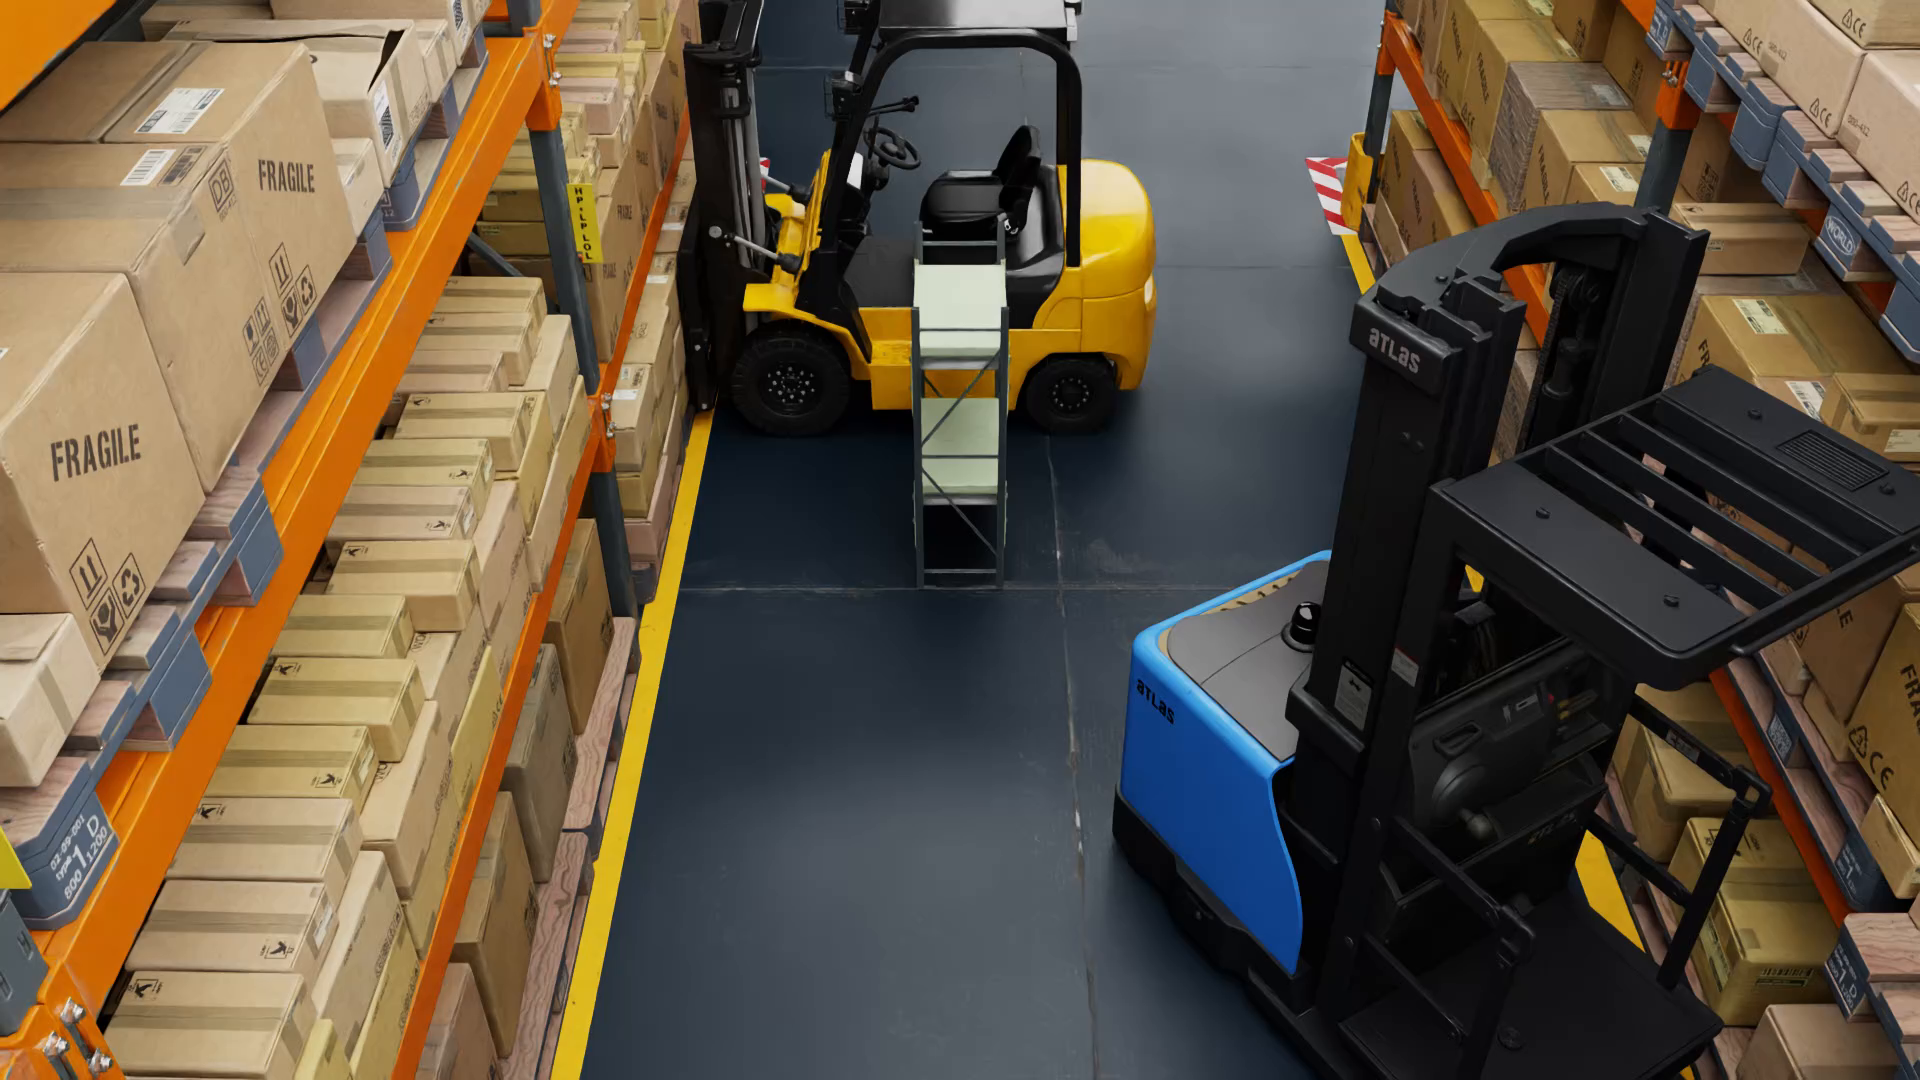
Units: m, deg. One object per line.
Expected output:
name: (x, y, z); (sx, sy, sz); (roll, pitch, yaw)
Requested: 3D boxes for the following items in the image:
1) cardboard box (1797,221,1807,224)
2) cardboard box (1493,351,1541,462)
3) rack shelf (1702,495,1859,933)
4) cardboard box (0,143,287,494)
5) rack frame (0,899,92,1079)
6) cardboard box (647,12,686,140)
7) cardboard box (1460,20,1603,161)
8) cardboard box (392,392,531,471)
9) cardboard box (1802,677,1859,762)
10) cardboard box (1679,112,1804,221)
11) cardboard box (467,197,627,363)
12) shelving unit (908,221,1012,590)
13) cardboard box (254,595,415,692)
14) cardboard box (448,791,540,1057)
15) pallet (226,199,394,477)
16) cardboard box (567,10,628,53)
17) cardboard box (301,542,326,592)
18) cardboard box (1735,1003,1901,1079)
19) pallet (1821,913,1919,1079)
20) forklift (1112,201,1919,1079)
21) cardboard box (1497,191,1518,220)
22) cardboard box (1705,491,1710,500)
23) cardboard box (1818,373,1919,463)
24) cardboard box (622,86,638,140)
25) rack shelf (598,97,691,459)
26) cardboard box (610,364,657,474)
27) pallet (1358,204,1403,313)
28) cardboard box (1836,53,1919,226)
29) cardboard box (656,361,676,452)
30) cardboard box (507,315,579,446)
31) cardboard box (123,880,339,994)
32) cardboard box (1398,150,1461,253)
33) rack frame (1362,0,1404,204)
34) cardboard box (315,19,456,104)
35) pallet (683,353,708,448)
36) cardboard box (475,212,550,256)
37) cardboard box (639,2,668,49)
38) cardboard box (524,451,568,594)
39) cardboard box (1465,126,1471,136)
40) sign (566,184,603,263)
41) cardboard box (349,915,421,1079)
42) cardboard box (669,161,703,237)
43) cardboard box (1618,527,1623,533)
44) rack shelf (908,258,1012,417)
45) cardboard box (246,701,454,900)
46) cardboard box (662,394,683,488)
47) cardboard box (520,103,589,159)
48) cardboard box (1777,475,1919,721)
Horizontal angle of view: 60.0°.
cardboard box: (3.297, -1.189, 6.762); (0.500, 0.500, 0.500); (0, 39, 0)
cardboard box: (2.750, -0.512, 7.499); (0.500, 0.500, 0.500); (-1, 39, -1)
rack shelf: (3.021, 0.773, 5.207); (1.077, 0.370, 4.000); (0, 39, 0)
cardboard box: (-1.798, -0.432, 3.242); (0.700, 0.500, 0.500); (-1, 39, -1)
rack frame: (-1.940, 1.749, 3.414); (1.000, 3.000, 0.127); (0, 39, 0)
cardboard box: (-1.694, -2.340, 8.437); (0.500, 0.500, 0.500); (-1, 39, -1)
cardboard box: (2.752, -2.158, 7.972); (0.500, 0.500, 0.500); (-1, 39, -1)
cardboard box: (-1.624, -0.352, 5.438); (0.380, 0.149, 0.250); (-1, 39, -1)
cardboard box: (2.707, 0.504, 4.834); (0.380, 0.149, 0.250); (-1, 39, -1)
cardboard box: (3.235, -1.579, 6.450); (0.700, 0.500, 0.500); (0, 39, -1)
cardboard box: (-1.684, -1.069, 6.851); (0.500, 0.500, 0.500); (-1, 39, -1)
shelving unit: (0.000, -0.589, 7.532); (0.431, 1.500, 0.755); (0, 39, 0)
cardboard box: (-1.755, 0.288, 4.639); (0.380, 0.149, 0.250); (0, 39, 0)
cardboard box: (-1.937, 1.292, 5.548); (0.875, 0.625, 0.625); (-2, 39, -2)
pallet: (-2.035, -0.472, 3.938); (1.003, 0.211, 1.213); (2, 39, 2)
cardboard box: (-1.748, -2.322, 7.657); (0.380, 0.149, 0.250); (0, 39, 0)
cardboard box: (-2.221, 0.064, 5.237); (0.500, 0.250, 0.500); (-1, 39, -1)
cardboard box: (3.024, 1.790, 5.129); (0.950, 0.372, 0.625); (-1, 39, -1)
pallet: (2.916, 1.372, 4.038); (1.213, 0.211, 1.003); (0, 39, 0)
forklift: (1.801, 0.648, 4.843); (1.130, 2.935, 3.031); (-21, 43, -25)
cardboard box: (2.709, -1.496, 7.665); (0.380, 0.149, 0.250); (-1, 39, -1)
cardboard box: (2.772, -0.145, 5.643); (0.380, 0.149, 0.250); (2, 39, 3)
cardboard box: (2.770, -0.357, 4.870); (0.380, 0.149, 0.250); (2, 39, 2)
cardboard box: (-1.637, -1.887, 7.353); (0.380, 0.149, 0.250); (0, 39, -1)
rack shelf: (-1.947, -1.722, 8.321); (1.077, 0.370, 4.000); (0, 39, 0)
cardboard box: (-1.632, -0.536, 7.329); (0.500, 0.250, 0.500); (-1, 39, -1)
pallet: (2.980, -1.616, 9.843); (1.003, 0.211, 1.213); (0, 39, 0)
cardboard box: (2.643, -1.036, 4.276); (0.500, 0.250, 0.500); (0, 39, -1)
cardboard box: (-1.639, -0.656, 7.879); (0.500, 0.250, 0.500); (0, 39, 0)
cardboard box: (-1.689, -0.582, 6.043); (0.500, 0.250, 0.500); (-1, 39, -1)
cardboard box: (-1.674, 0.930, 3.838); (0.380, 0.149, 0.250); (1, 39, 1)
cardboard box: (2.744, -1.797, 9.102); (0.500, 0.500, 0.500); (-1, 39, -2)
rack frame: (3.014, -3.260, 9.665); (1.000, 3.000, 0.127); (0, 39, 0)
cardboard box: (-1.640, -1.340, 4.656); (0.380, 0.149, 0.250); (0, 39, 0)
pallet: (-1.908, -0.927, 8.983); (1.003, 0.211, 1.213); (0, 39, 0)
cardboard box: (-1.682, -1.244, 6.551); (0.380, 0.149, 0.250); (-1, 39, -1)
cardboard box: (-1.643, -2.527, 8.152); (0.380, 0.149, 0.250); (0, 39, 0)
cardboard box: (-1.677, -0.065, 5.797); (0.500, 0.250, 0.500); (0, 39, 0)
cardboard box: (2.790, -2.140, 8.468); (0.380, 0.149, 0.250); (1, 39, 1)
sign: (-1.402, -1.180, 6.207); (0.100, 0.325, 0.005); (0, 39, 0)
cardboard box: (-1.692, 1.215, 4.200); (0.500, 0.250, 0.500); (-1, 39, -1)
cardboard box: (-1.620, -1.812, 8.922); (0.500, 0.250, 0.500); (0, 39, 1)
cardboard box: (3.288, -0.218, 7.732); (0.500, 0.250, 0.500); (-2, 39, -2)
rack shelf: (0.000, -0.894, 7.288); (0.431, 0.370, 0.720); (0, 39, 0)
cardboard box: (-1.679, 0.694, 4.451); (0.500, 0.250, 0.500); (-1, 39, -1)
cardboard box: (-1.630, -0.464, 8.038); (0.500, 0.250, 0.500); (-1, 39, -1)
cardboard box: (-1.749, -1.683, 6.861); (0.380, 0.149, 0.250); (-1, 39, -1)
cardboard box: (2.732, 0.160, 4.744); (0.500, 0.500, 0.500); (-2, 39, -2)
